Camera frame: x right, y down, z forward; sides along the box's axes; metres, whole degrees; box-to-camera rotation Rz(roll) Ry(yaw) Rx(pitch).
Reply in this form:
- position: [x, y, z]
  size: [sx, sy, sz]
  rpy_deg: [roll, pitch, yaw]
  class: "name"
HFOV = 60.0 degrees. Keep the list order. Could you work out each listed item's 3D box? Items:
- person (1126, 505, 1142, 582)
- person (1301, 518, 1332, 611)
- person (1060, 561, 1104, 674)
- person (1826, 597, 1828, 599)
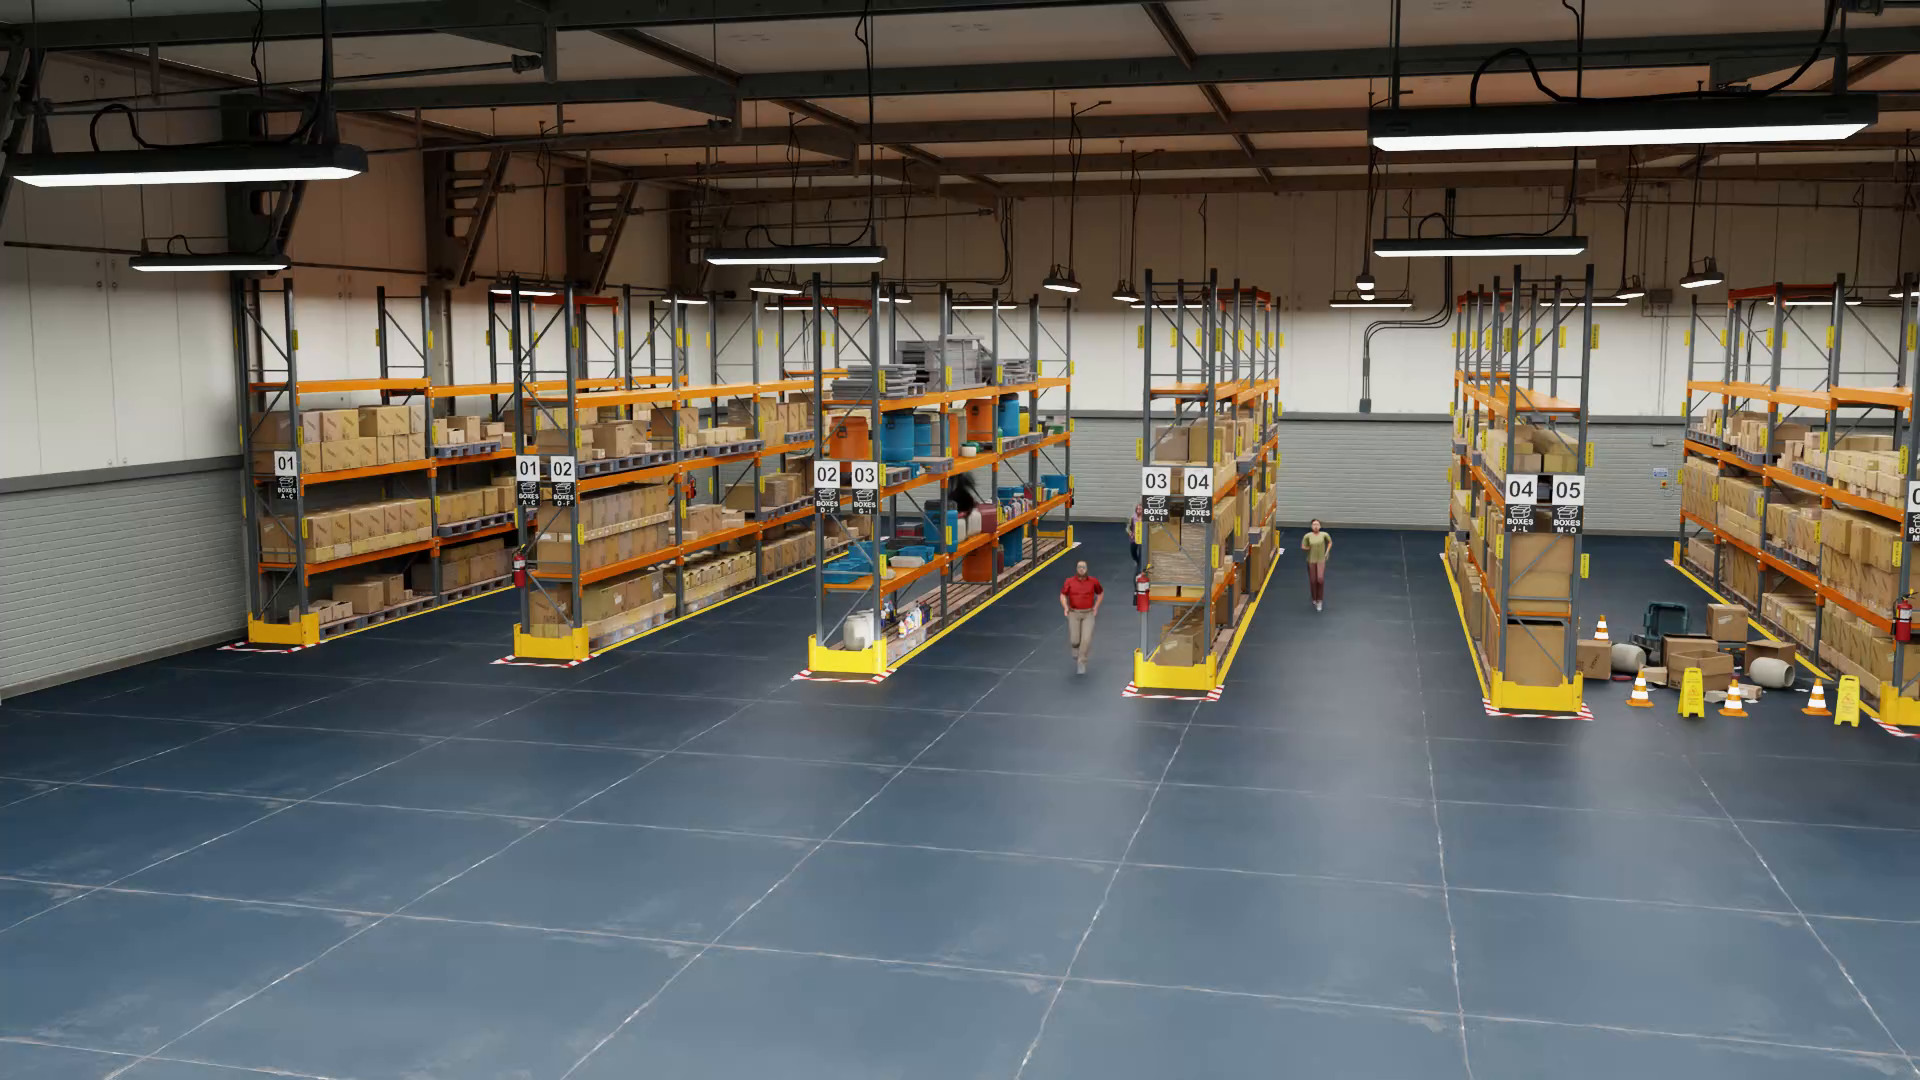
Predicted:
- position: [3.759, 0.042, 35.049]
  size: [0.518, 1.584, 0.983]
  rpy_deg: [2, 7, 12]
  class: "person"
- position: [6.666, 0.450, 31.153]
  size: [0.559, 1.725, 0.738]
  rpy_deg: [2, 7, 17]
  class: "person"
- position: [1.857, 1.162, 25.281]
  size: [0.673, 1.710, 0.632]
  rpy_deg: [0, 7, 3]
  class: "person"
- position: [16.692, 0.415, 31.664]
  size: [0.505, 1.622, 0.686]
  rpy_deg: [2, 7, 13]
  class: "person"
